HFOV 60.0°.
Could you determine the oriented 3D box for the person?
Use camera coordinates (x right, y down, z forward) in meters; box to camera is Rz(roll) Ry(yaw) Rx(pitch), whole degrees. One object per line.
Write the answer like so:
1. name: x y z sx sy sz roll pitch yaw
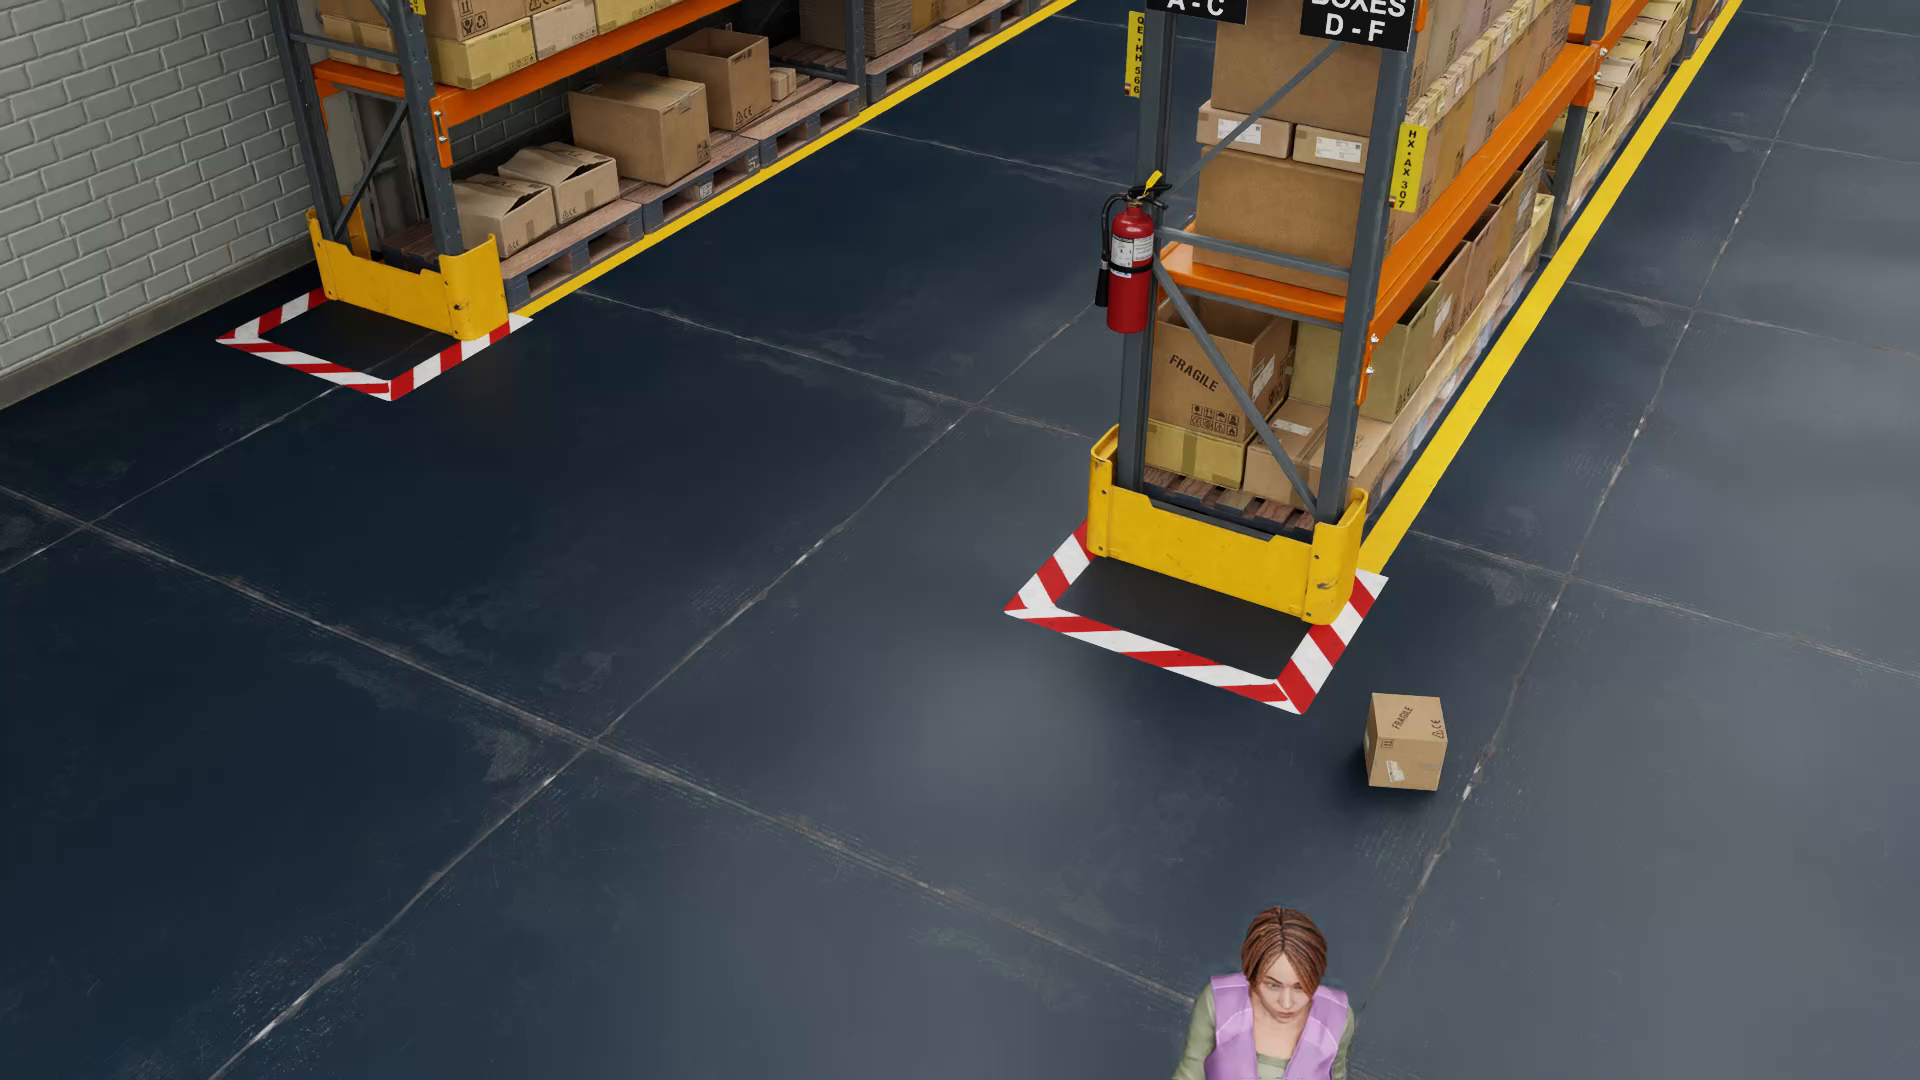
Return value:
1. person: 0.689 1.480 4.006 0.405 1.539 0.964 9 36 13
